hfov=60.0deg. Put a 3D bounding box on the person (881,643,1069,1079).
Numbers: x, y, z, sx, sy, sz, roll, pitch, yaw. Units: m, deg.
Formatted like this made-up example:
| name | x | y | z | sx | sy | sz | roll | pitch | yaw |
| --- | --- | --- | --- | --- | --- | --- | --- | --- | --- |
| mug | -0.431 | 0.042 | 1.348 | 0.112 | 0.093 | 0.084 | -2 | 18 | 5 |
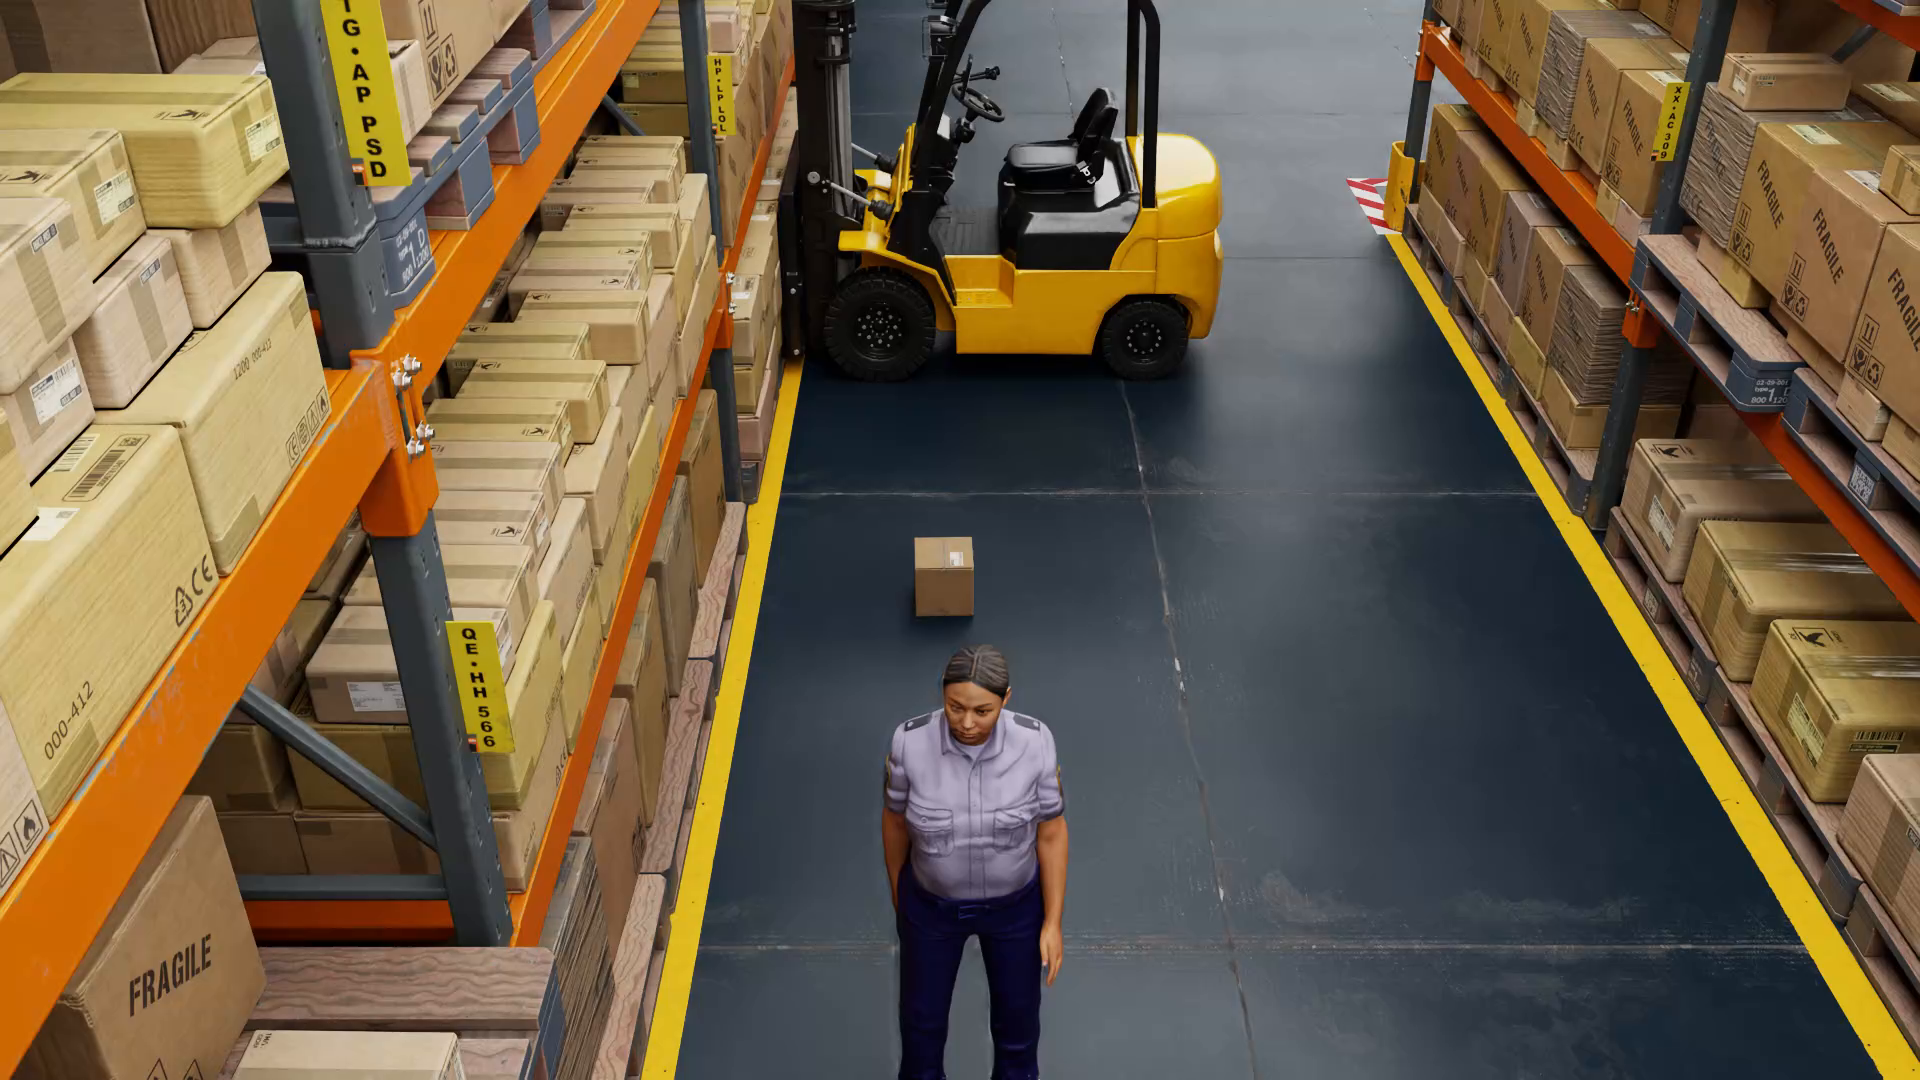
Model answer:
| name | x | y | z | sx | sy | sz | roll | pitch | yaw |
| --- | --- | --- | --- | --- | --- | --- | --- | --- | --- |
| person | 0.041 | 1.016 | 4.489 | 0.493 | 1.672 | 0.437 | -1 | 32 | -2 |
